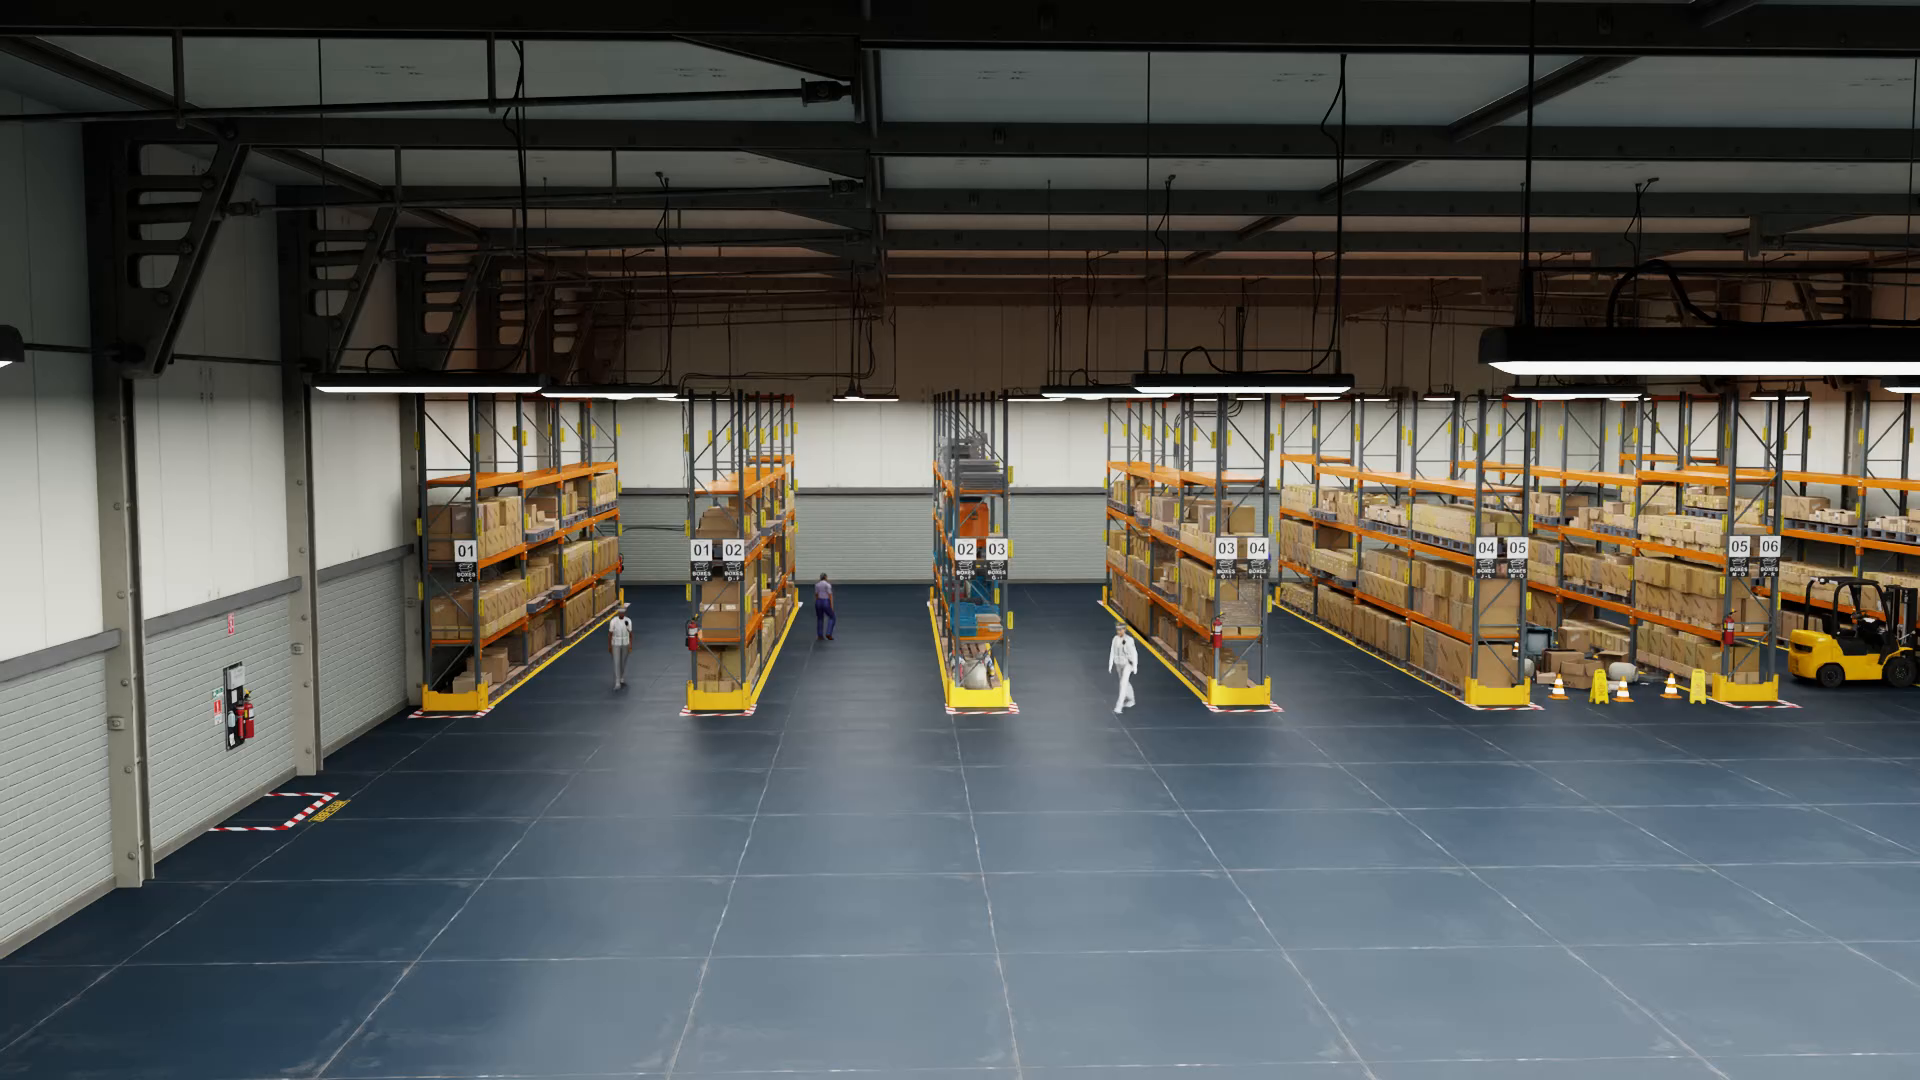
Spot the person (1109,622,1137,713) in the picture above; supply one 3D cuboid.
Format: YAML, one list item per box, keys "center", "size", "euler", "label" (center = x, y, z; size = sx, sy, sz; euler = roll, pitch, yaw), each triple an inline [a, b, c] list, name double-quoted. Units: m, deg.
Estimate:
- center: [3.030, 2.345, 31.134]
  size: [0.870, 1.632, 0.511]
  euler: [-4, 6, -43]
  label: "person"

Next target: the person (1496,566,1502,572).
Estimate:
- center: [13.364, 1.509, 41.246]
  size: [0.559, 1.750, 0.492]
  euler: [-3, 5, -31]
  label: "person"

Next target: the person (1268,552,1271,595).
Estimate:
- center: [8.980, 0.895, 48.991]
  size: [0.689, 1.634, 0.454]
  euler: [-4, 6, -40]
  label: "person"

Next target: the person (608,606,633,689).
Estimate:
- center: [-6.883, 2.137, 33.736]
  size: [0.483, 1.627, 0.902]
  euler: [-2, 5, -28]
  label: "person"

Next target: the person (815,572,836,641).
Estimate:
- center: [-3.290, 1.627, 40.368]
  size: [0.537, 1.690, 0.408]
  euler: [2, 5, 26]
  label: "person"
